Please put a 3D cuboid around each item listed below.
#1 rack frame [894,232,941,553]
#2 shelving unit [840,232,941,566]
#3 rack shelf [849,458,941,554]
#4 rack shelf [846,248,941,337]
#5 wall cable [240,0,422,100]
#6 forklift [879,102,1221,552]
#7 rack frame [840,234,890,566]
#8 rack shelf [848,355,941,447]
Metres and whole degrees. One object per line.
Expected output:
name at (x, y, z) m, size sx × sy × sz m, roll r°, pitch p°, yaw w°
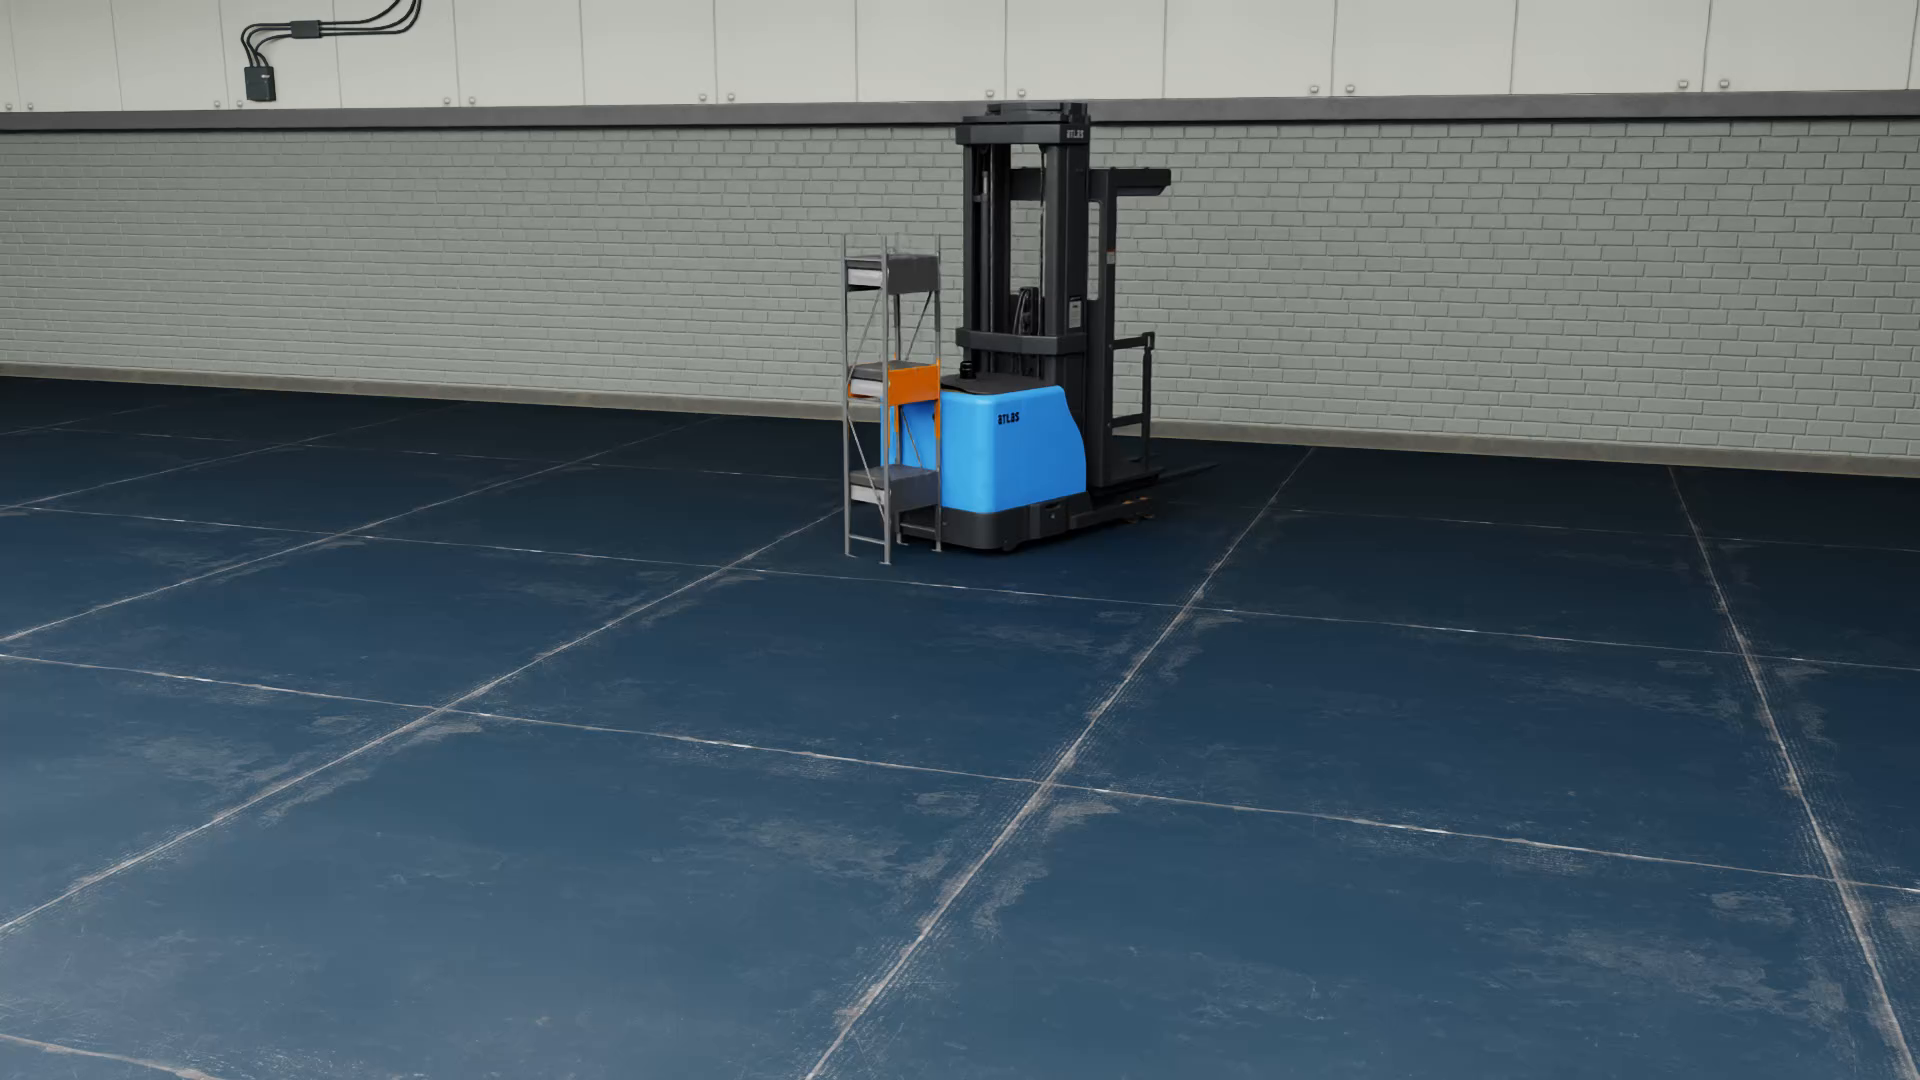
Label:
rack frame at (-0.279, -0.967, 11.008) m, size 0.400 × 2.100 × 0.015 m, roll 11°, pitch 17°, yaw 41°
shelving unit at (-0.442, -0.927, 10.831) m, size 0.431 × 2.100 × 0.503 m, roll 11°, pitch 17°, yaw 41°
rack shelf at (-0.442, -0.231, 10.990) m, size 0.431 × 0.518 × 0.480 m, roll 11°, pitch 17°, yaw 41°
rack shelf at (-0.442, -1.596, 10.678) m, size 0.431 × 0.518 × 0.480 m, roll 11°, pitch 17°, yaw 41°
wall cable at (-6.690, -7.657, 17.170) m, size 2.305 × 6.003 × 0.169 m, roll 4°, pitch 14°, yaw 18°
forklift at (0.800, -1.614, 11.975) m, size 1.130 × 2.935 × 3.031 m, roll 11°, pitch 17°, yaw 41°
rack frame at (-0.606, -0.887, 10.655) m, size 0.400 × 2.100 × 0.015 m, roll 11°, pitch 17°, yaw 41°
rack shelf at (-0.442, -0.914, 10.834) m, size 0.431 × 0.518 × 0.480 m, roll 11°, pitch 17°, yaw 41°
